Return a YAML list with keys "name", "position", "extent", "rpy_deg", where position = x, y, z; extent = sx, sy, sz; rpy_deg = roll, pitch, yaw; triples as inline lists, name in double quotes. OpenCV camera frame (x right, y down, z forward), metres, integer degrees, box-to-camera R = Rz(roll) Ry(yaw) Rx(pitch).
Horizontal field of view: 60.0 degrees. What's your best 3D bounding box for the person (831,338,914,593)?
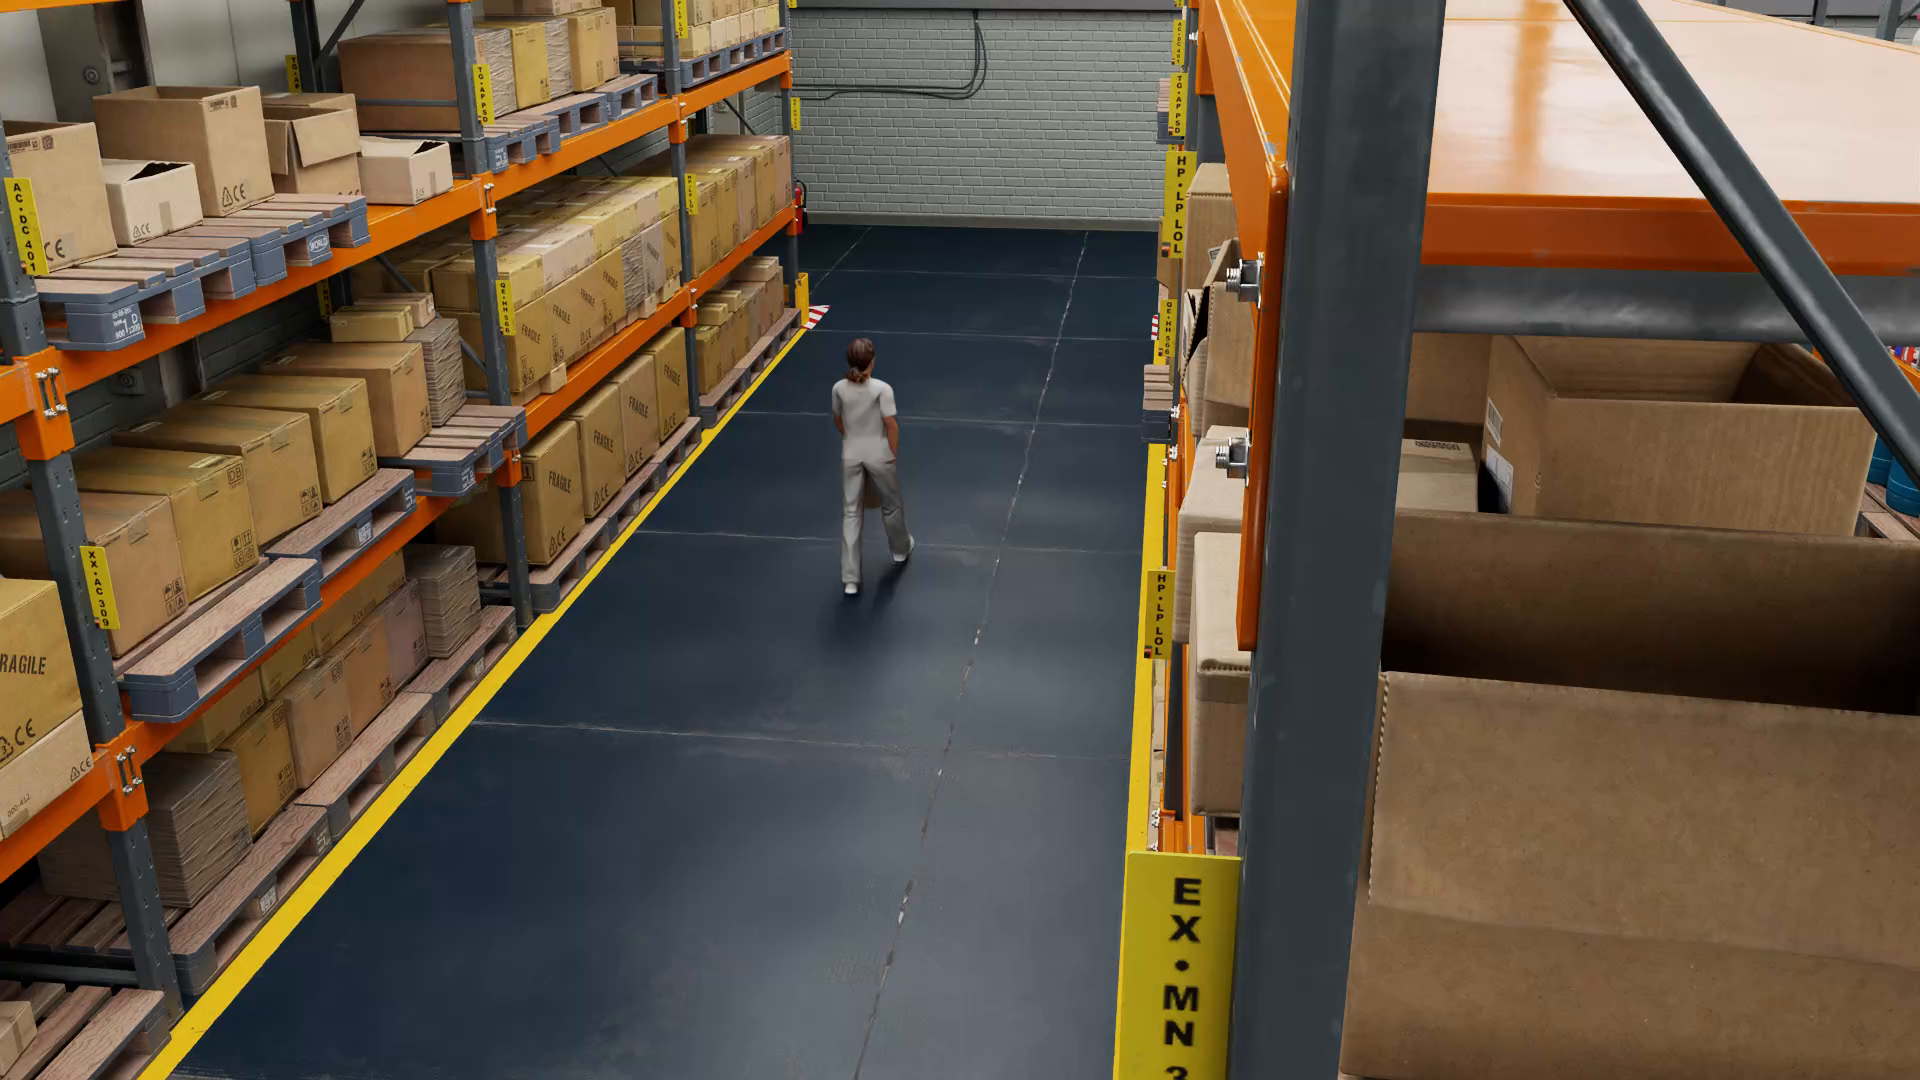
- name: "person"
  position: [-0.606, -0.552, 11.008]
  extent: [0.472, 1.633, 0.896]
  rpy_deg: [5, 22, 12]
